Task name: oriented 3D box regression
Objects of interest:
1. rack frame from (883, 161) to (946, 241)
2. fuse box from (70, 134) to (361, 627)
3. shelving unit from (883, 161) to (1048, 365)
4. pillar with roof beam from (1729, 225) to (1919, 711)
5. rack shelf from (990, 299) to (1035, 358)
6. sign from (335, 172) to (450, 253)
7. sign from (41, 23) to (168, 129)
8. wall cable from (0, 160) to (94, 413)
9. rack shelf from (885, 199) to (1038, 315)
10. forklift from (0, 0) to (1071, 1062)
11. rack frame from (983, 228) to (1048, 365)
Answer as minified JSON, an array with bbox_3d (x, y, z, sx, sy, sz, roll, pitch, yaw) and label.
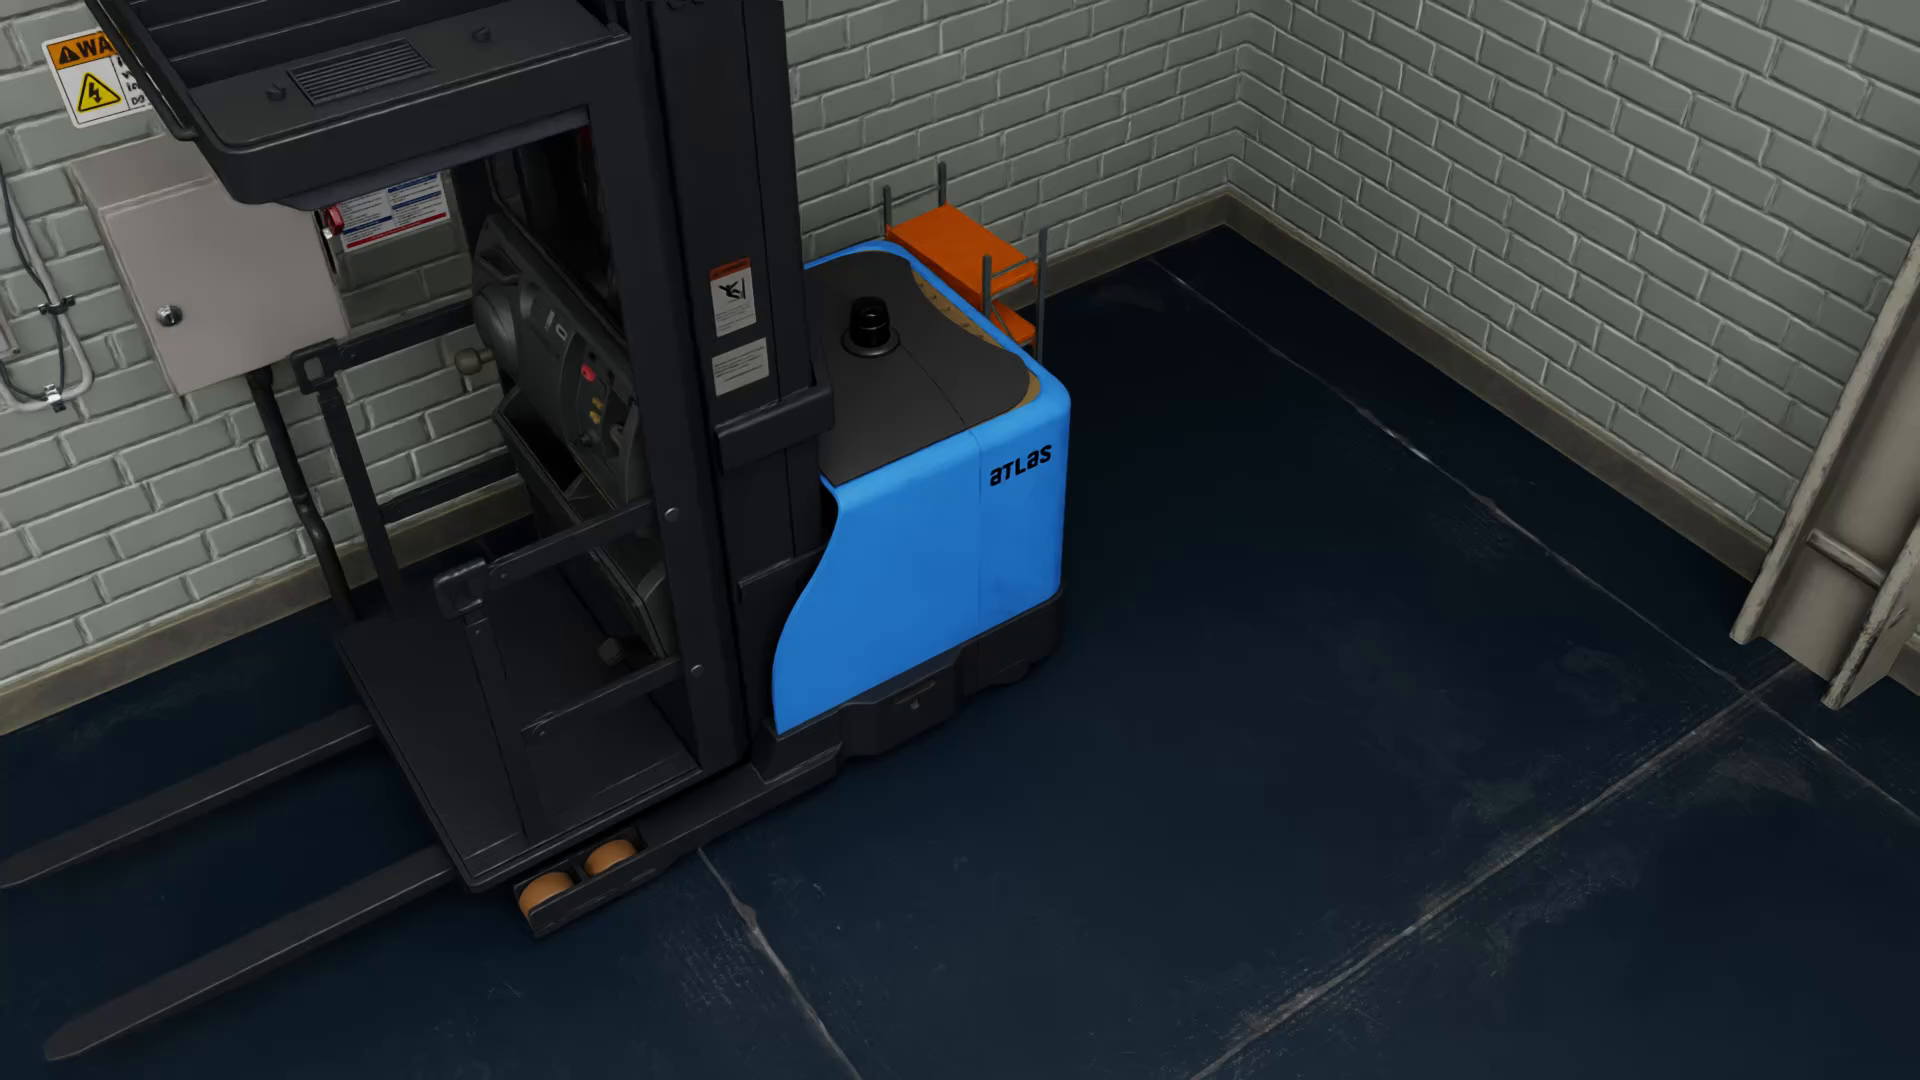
[{"bbox_3d":[-0.142,-0.711,5.625,0.240,1.200,0.015,-29,51,-27],"label":"rack frame"},{"bbox_3d":[-1.960,-0.342,4.869,0.539,1.711,0.414,-26,49,-24],"label":"fuse box"},{"bbox_3d":[0.011,-0.580,5.488,0.258,1.200,0.503,-29,51,-27],"label":"shelving unit"},{"bbox_3d":[-0.787,-1.192,0.482,9.100,9.000,0.400,-26,49,-24],"label":"pillar with roof beam"},{"bbox_3d":[0.011,-0.693,5.380,0.258,0.148,0.480,-29,51,-27],"label":"rack shelf"},{"bbox_3d":[-1.674,-1.086,4.784,0.329,0.494,0.001,-26,49,-24],"label":"sign"},{"bbox_3d":[-2.124,-1.202,4.239,0.339,0.242,0.001,-26,49,-24],"label":"sign"},{"bbox_3d":[-2.610,-0.995,3.885,0.588,1.984,0.122,-26,49,-24],"label":"wall cable"},{"bbox_3d":[0.012,-0.864,5.217,0.258,0.148,0.480,-29,51,-27],"label":"rack shelf"},{"bbox_3d":[-1.178,-0.397,4.043,3.031,2.935,1.130,-25,49,-24],"label":"forklift"},{"bbox_3d":[0.165,-0.449,5.351,0.240,1.200,0.015,-29,51,-27],"label":"rack frame"}]
